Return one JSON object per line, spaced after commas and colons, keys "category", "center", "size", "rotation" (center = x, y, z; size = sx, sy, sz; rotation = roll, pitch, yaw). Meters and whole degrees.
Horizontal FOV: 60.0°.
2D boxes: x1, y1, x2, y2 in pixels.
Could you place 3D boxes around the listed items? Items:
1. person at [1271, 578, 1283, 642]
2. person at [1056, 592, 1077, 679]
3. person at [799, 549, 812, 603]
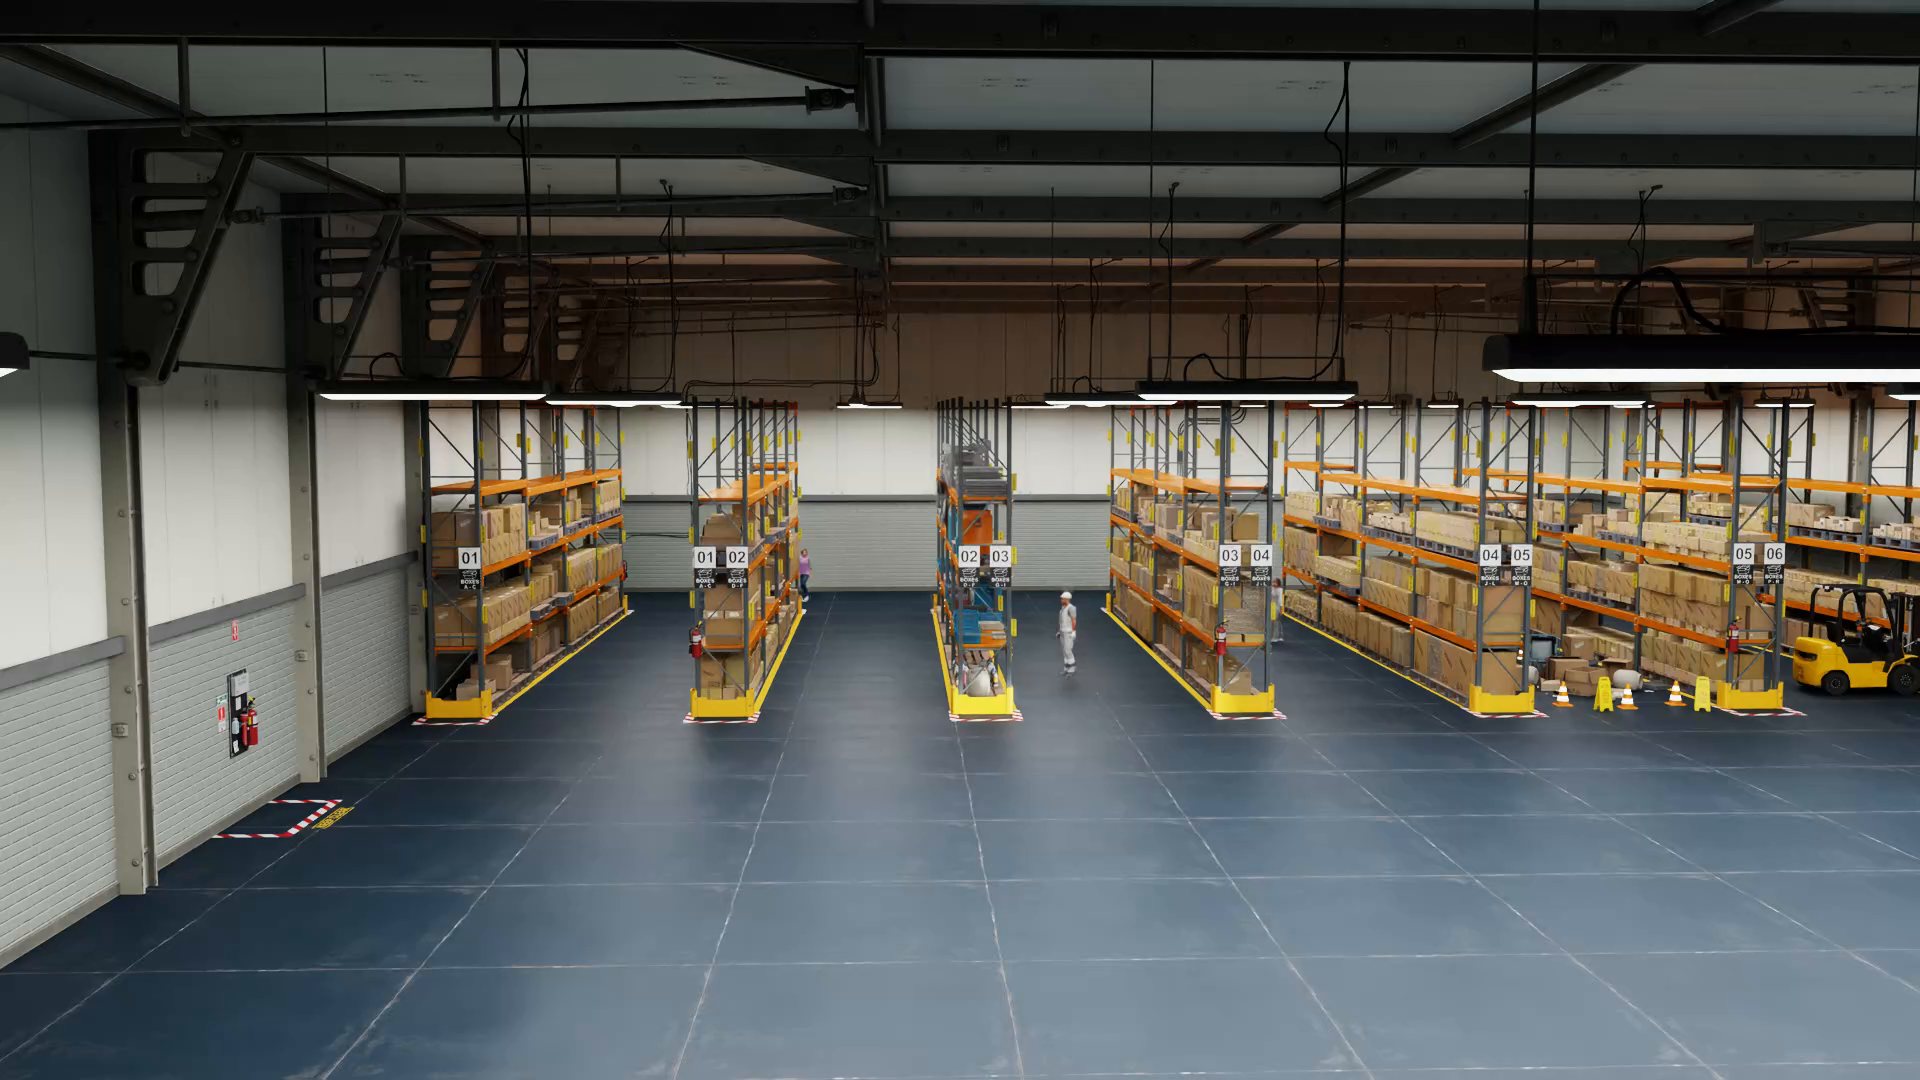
{"category": "person", "center": [7.838, 1.737, 41.391], "size": [0.437, 1.577, 0.418], "rotation": [-1, 4, -8]}
{"category": "person", "center": [2.282, 2.029, 35.741], "size": [0.377, 1.826, 0.619], "rotation": [-2, 5, -21]}
{"category": "person", "center": [-4.678, 1.068, 49.882], "size": [0.409, 1.621, 0.467], "rotation": [4, 6, 43]}
